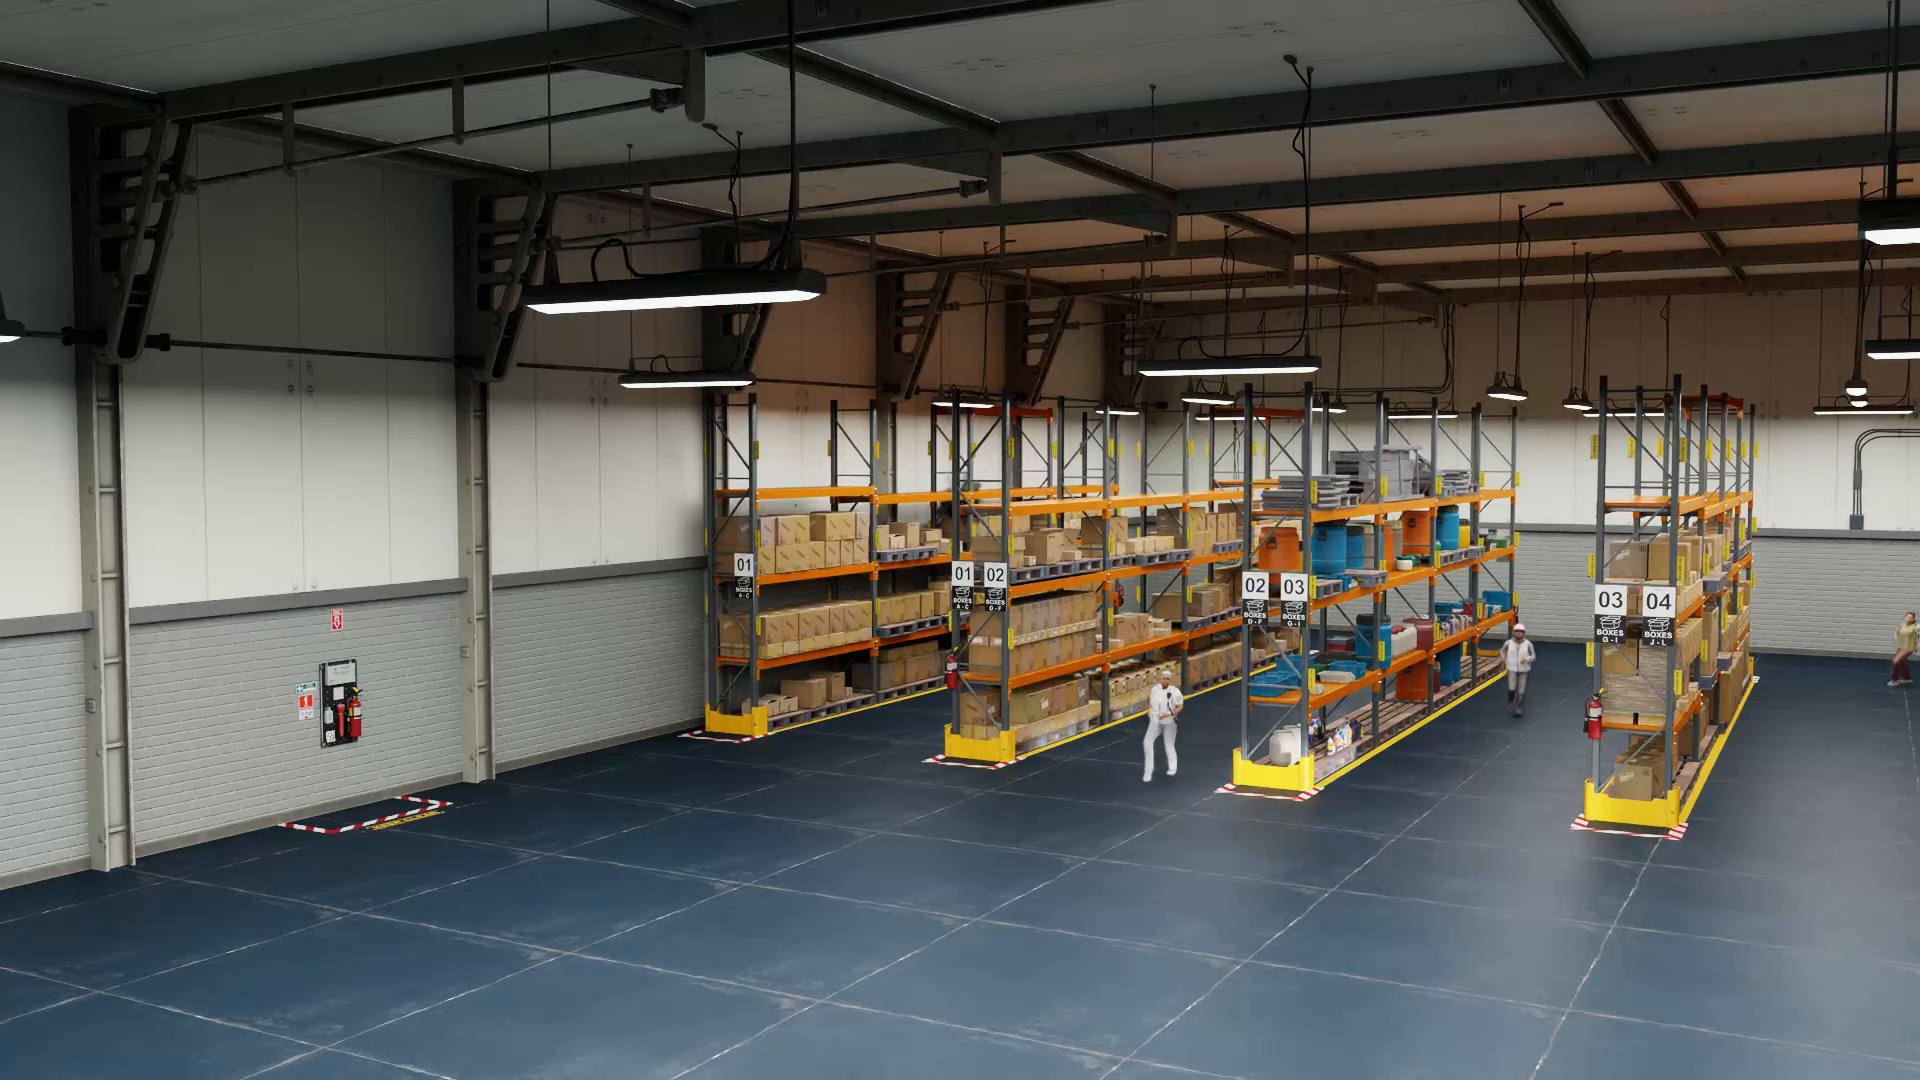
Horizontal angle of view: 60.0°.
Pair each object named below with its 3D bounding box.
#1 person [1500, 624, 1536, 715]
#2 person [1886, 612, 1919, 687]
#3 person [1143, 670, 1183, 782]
[{"bbox_3d":[10.451,2.441,31.166,0.646,1.731,0.617,1,3,18],"label":"person"},{"bbox_3d":[20.012,2.312,35.148,0.743,1.638,0.690,-1,3,-19],"label":"person"},{"bbox_3d":[3.110,2.821,25.316,0.609,1.705,0.722,2,3,26],"label":"person"}]
